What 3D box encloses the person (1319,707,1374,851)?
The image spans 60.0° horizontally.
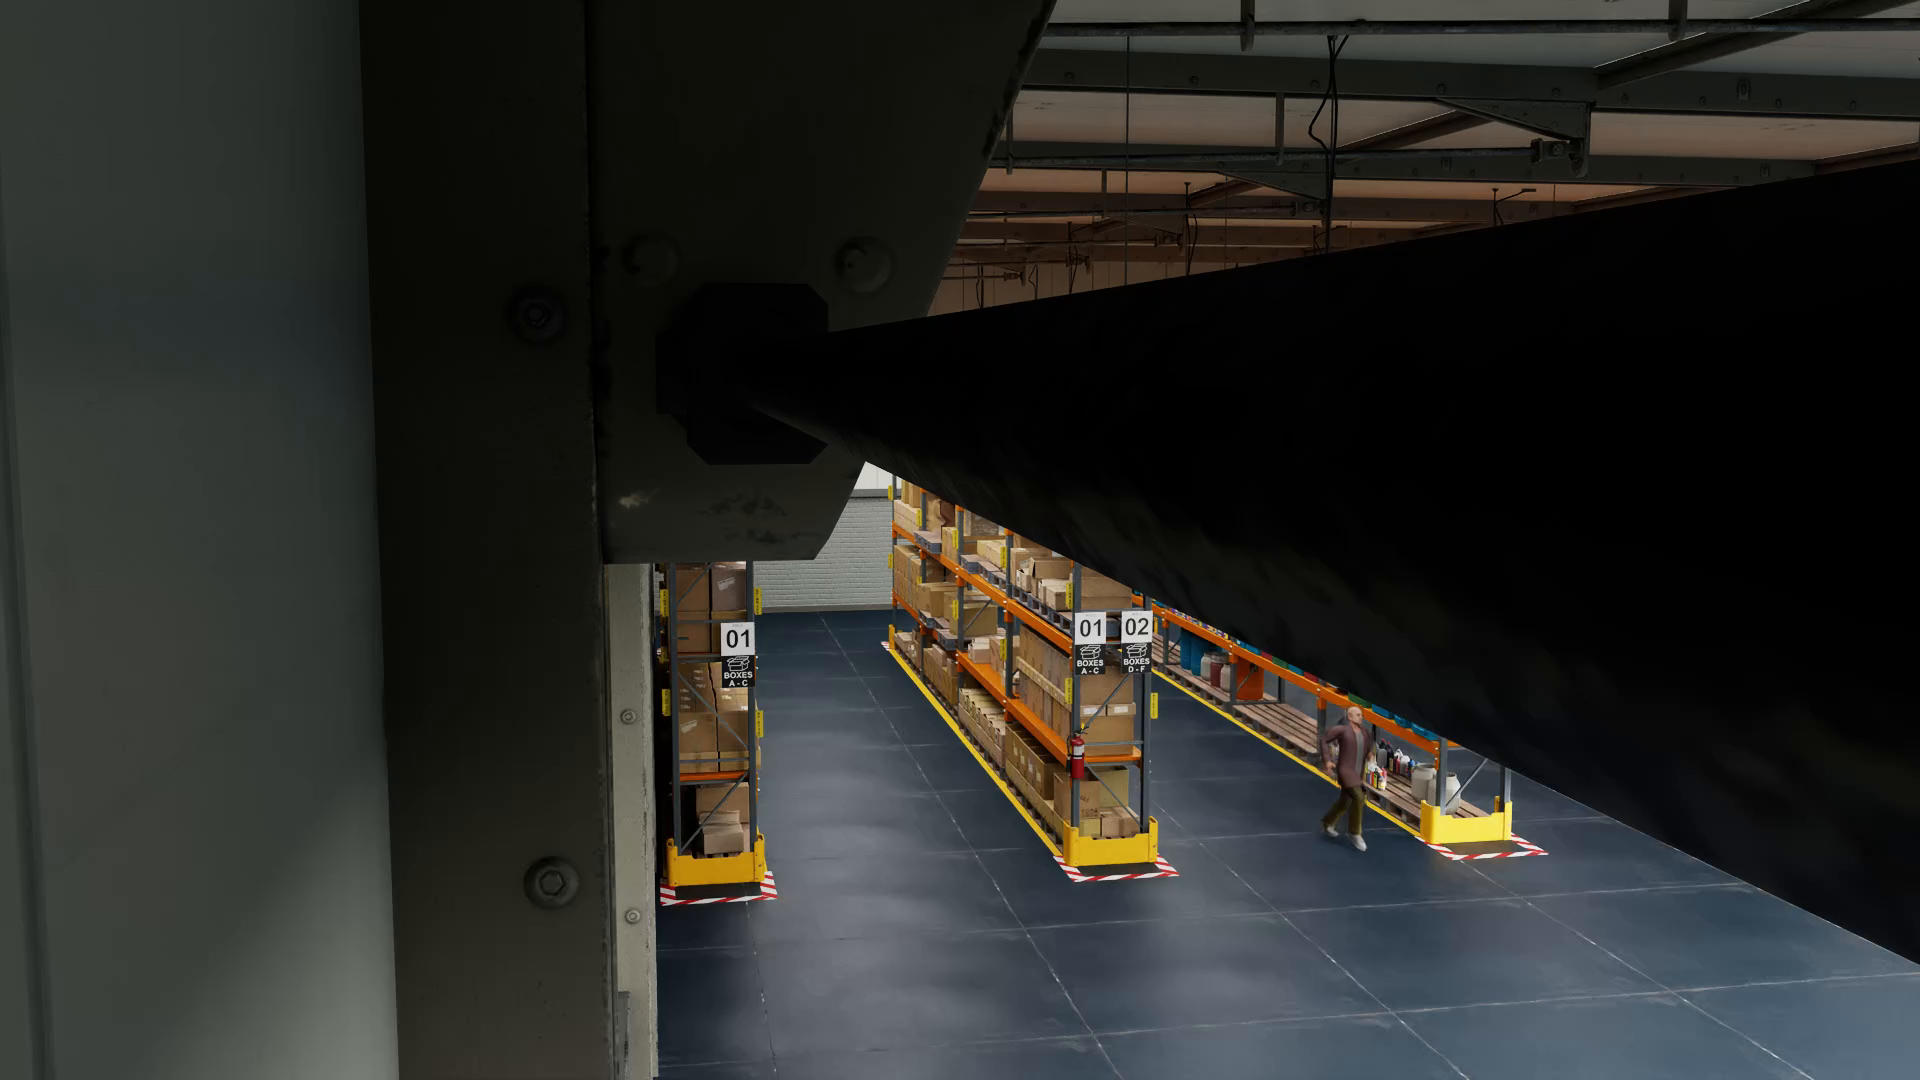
[{"bbox_3d":[5.174,3.088,21.878,0.689,1.784,0.868,-4,8,-35],"label":"person"}]
